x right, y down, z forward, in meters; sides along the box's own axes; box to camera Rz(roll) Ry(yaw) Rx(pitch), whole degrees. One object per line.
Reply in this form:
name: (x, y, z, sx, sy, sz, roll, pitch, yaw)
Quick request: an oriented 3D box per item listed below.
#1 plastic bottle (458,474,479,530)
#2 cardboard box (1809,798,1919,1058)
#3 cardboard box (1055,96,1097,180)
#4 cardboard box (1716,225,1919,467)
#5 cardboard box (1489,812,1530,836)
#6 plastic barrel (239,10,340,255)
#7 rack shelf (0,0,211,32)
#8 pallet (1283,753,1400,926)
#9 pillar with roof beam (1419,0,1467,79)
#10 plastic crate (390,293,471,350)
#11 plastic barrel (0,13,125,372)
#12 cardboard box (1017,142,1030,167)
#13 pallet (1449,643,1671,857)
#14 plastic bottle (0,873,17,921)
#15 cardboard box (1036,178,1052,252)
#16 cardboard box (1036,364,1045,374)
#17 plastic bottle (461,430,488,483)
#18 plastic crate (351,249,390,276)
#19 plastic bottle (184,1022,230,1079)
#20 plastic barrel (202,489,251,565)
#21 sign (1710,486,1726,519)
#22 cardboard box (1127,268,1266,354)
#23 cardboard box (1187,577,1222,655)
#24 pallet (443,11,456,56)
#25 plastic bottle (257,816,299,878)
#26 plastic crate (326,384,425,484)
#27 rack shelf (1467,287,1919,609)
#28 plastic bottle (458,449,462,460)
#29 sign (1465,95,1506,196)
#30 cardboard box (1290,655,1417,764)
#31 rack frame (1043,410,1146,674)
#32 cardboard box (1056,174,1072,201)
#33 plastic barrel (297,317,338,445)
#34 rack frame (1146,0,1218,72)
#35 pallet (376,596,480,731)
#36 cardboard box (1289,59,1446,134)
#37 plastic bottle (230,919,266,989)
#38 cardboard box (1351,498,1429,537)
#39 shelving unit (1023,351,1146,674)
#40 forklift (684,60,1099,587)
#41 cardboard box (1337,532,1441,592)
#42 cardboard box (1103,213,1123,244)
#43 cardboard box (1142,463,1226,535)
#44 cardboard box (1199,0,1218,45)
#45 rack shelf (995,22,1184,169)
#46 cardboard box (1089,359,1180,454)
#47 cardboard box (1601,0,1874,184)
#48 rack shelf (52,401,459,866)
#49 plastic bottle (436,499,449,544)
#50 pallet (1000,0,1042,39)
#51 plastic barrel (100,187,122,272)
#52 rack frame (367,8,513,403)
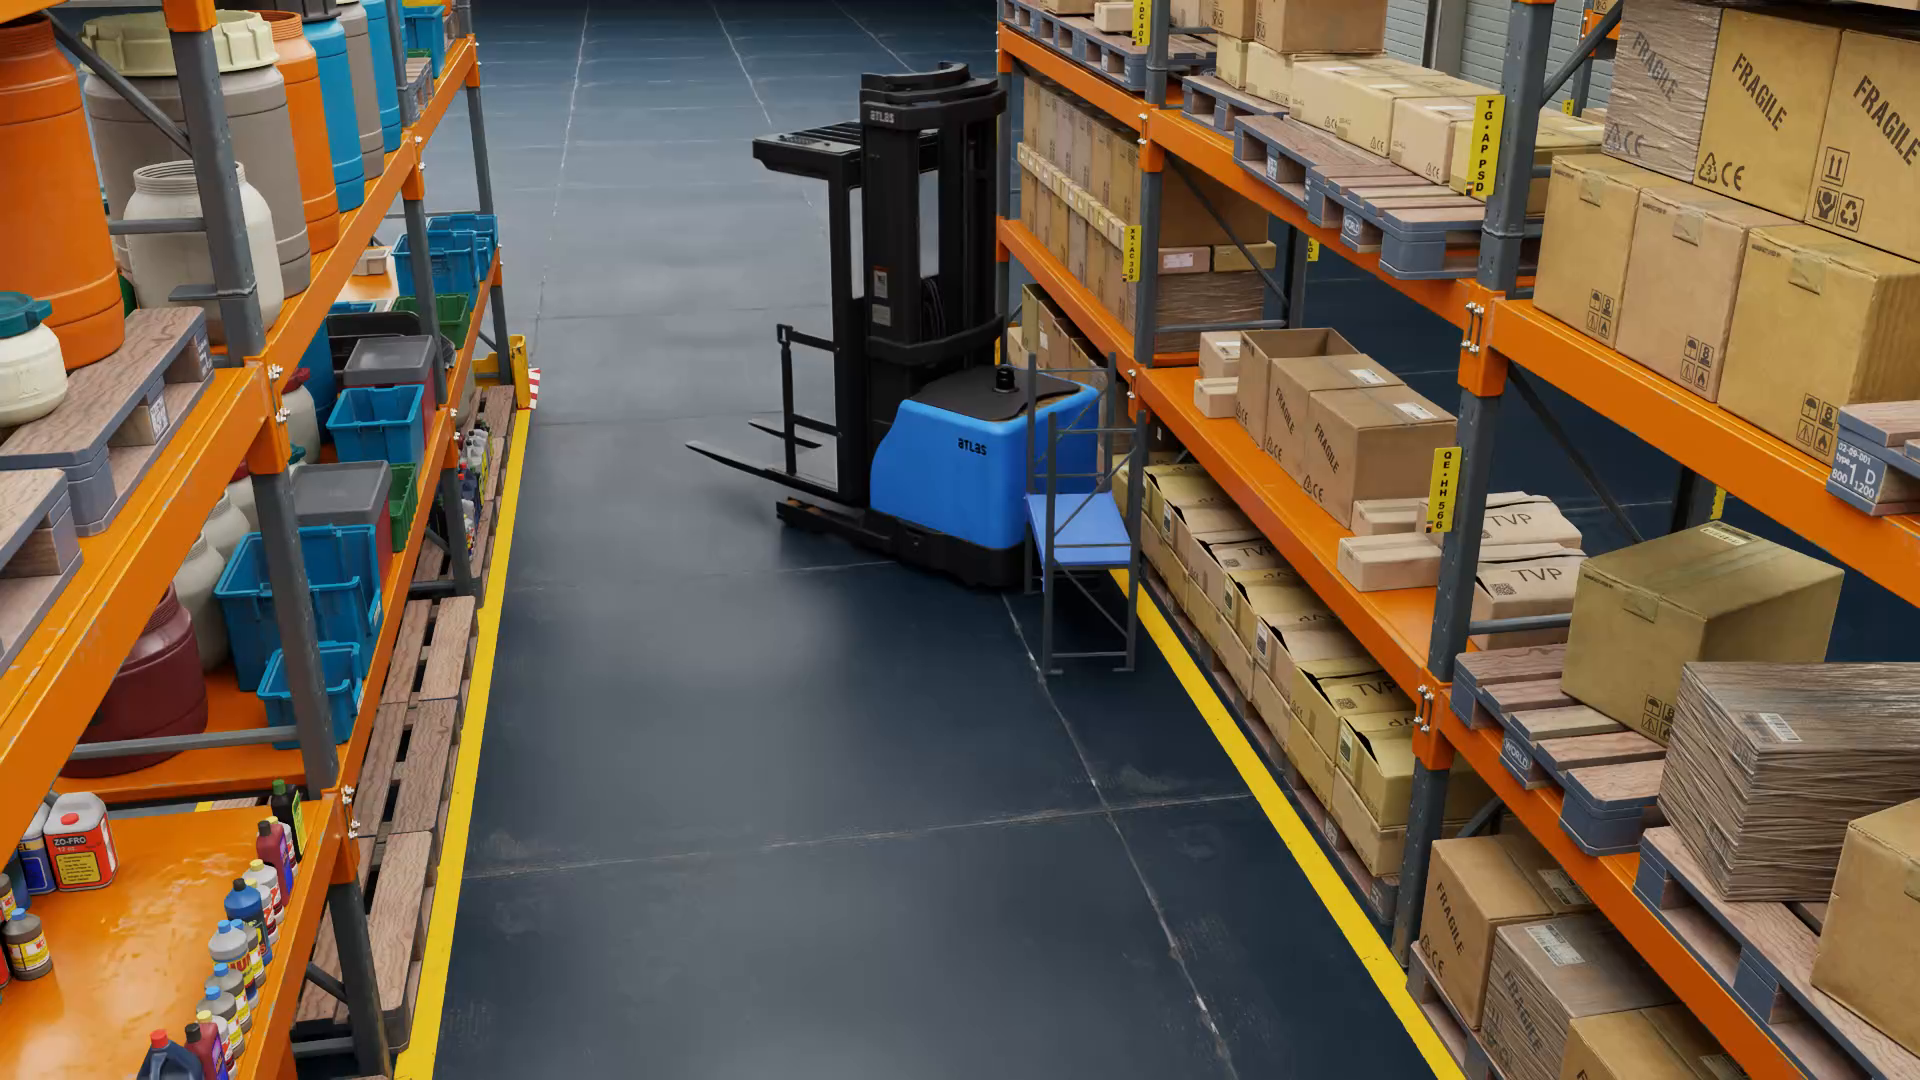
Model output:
plastic bottle: (-3.072, -0.233, 10.296, 0.144, 0.351, 0.185, -4, 24, -8)
cardboard box: (2.630, 0.956, 4.164, 0.700, 0.500, 0.500, -11, 26, -23)
cardboard box: (1.078, -2.866, 11.818, 0.700, 0.500, 0.500, -4, 24, -10)
cardboard box: (2.582, -0.535, 4.355, 0.910, 0.500, 0.500, -4, 24, -10)
cardboard box: (2.469, 1.151, 7.278, 0.500, 0.250, 0.500, -4, 24, -10)
plastic barrel: (-2.650, -1.492, 6.133, 0.600, 0.830, 0.708, -4, 24, -10)
rack shelf: (-2.221, -0.773, 2.676, 1.077, 0.370, 4.000, -4, 24, -10)
pallet: (2.164, 1.262, 7.596, 1.003, 0.211, 1.213, -4, 24, -10)
pillar with roof beam: (1.305, -7.783, 17.327, 9.100, 9.000, 0.400, -4, 24, -10)
plastic crate: (-3.304, -1.355, 10.369, 0.450, 0.188, 0.662, -4, 24, -10)
plastic barrel: (-2.489, -0.864, 4.172, 0.600, 0.830, 0.708, -4, 24, -10)
cardboard box: (0.659, -3.008, 12.955, 0.380, 0.149, 0.250, -4, 24, -10)
pallet: (2.472, 0.660, 5.730, 1.213, 0.211, 1.003, -4, 24, -10)
plastic bottle: (-2.816, 1.047, 4.852, 0.097, 0.201, 0.097, 0, 24, 0)
cardboard box: (0.974, -2.491, 12.580, 0.700, 0.500, 0.500, -4, 24, -8)
cardboard box: (0.867, -1.147, 12.540, 0.500, 0.250, 0.500, -4, 24, -10)
plastic bottle: (-3.220, -0.548, 11.016, 0.144, 0.351, 0.185, -3, 24, -8)
plastic crate: (-4.221, -1.974, 11.851, 0.298, 0.136, 0.250, -4, 24, -10)
plastic bottle: (-1.886, 1.307, 4.156, 0.061, 0.283, 0.133, -4, 24, -10)
plastic barrel: (-3.069, 0.070, 6.701, 0.421, 0.512, 0.421, 0, 24, 0)
sign: (2.809, -0.227, 6.175, 0.100, 0.325, 0.005, -4, 24, -10)
cardboard box: (1.450, -1.482, 10.271, 0.700, 0.500, 0.500, -5, 24, -11)
cardboard box: (1.561, 0.387, 9.027, 0.500, 0.250, 0.500, -5, 24, -11)
pallet: (-4.013, -3.426, 11.335, 1.003, 0.211, 1.213, -4, 24, -10)
plastic bottle: (-2.094, 0.942, 5.095, 0.097, 0.201, 0.097, 0, 24, 0)
plastic crate: (-2.821, -0.479, 8.119, 0.392, 0.384, 0.575, -4, 24, -10)
rack shelf: (2.647, 0.053, 4.032, 1.077, 0.370, 4.000, -4, 24, -10)
plastic bottle: (-3.374, -0.527, 11.157, 0.097, 0.201, 0.097, 0, 24, 0)
sign: (1.731, -1.299, 5.484, 0.100, 0.325, 0.005, -4, 24, -10)
cardboard box: (1.836, 0.730, 7.541, 0.500, 0.311, 0.500, -5, 24, -11)
rack frame: (0.702, 0.032, 8.802, 0.500, 1.500, 0.032, -1, 24, -3)
cardboard box: (0.899, -2.502, 11.796, 0.380, 0.149, 0.250, -5, 24, -10)
plastic barrel: (-3.557, -0.952, 8.557, 0.600, 0.901, 0.708, -4, 24, -10)
rack frame: (1.538, -4.011, 8.692, 1.000, 3.000, 0.127, -4, 24, -10)
pallet: (-3.147, 0.687, 8.914, 1.003, 0.211, 1.213, -4, 24, -10)
cardboard box: (1.831, -2.004, 7.506, 0.500, 0.250, 0.500, -6, 24, -14)
plastic bottle: (-1.997, 1.147, 4.624, 0.097, 0.201, 0.097, 0, 24, 0)
cardboard box: (1.986, -0.071, 7.479, 0.380, 0.149, 0.250, -3, 24, -6)
shelving unit: (0.670, -0.171, 9.267, 0.538, 1.500, 1.048, -1, 24, -3)
forklift: (-0.580, -1.533, 10.598, 3.031, 2.935, 1.130, 19, 30, 36)
cardboard box: (1.840, 0.093, 7.103, 0.380, 0.149, 0.250, -4, 24, -10)
cardboard box: (1.133, -2.000, 10.646, 0.380, 0.149, 0.250, -4, 24, -10)
cardboard box: (1.370, -0.271, 9.832, 0.500, 0.311, 0.500, -4, 24, -10)
cardboard box: (1.704, -3.157, 9.658, 0.500, 0.500, 0.500, -2, 24, -5)
rack shelf: (1.168, -3.094, 11.237, 1.077, 0.370, 4.000, -4, 24, -10)
cardboard box: (1.156, -0.902, 11.041, 0.500, 0.500, 0.500, -4, 24, -10)
cardboard box: (2.352, -1.395, 5.075, 0.500, 0.500, 0.500, -4, 24, -10)
rack shelf: (-2.961, 0.219, 7.399, 1.077, 0.370, 4.000, -4, 24, -10)
plastic bottle: (-3.150, -0.129, 10.141, 0.061, 0.283, 0.133, -4, 24, -10)
pallet: (0.904, -3.890, 12.271, 1.003, 0.211, 1.213, -4, 24, -10)
plastic barrel: (-3.056, -1.118, 5.987, 0.301, 0.262, 0.301, 0, 24, 0)
rack frame: (-4.070, -2.470, 12.659, 1.000, 3.000, 0.127, -4, 24, -10)
